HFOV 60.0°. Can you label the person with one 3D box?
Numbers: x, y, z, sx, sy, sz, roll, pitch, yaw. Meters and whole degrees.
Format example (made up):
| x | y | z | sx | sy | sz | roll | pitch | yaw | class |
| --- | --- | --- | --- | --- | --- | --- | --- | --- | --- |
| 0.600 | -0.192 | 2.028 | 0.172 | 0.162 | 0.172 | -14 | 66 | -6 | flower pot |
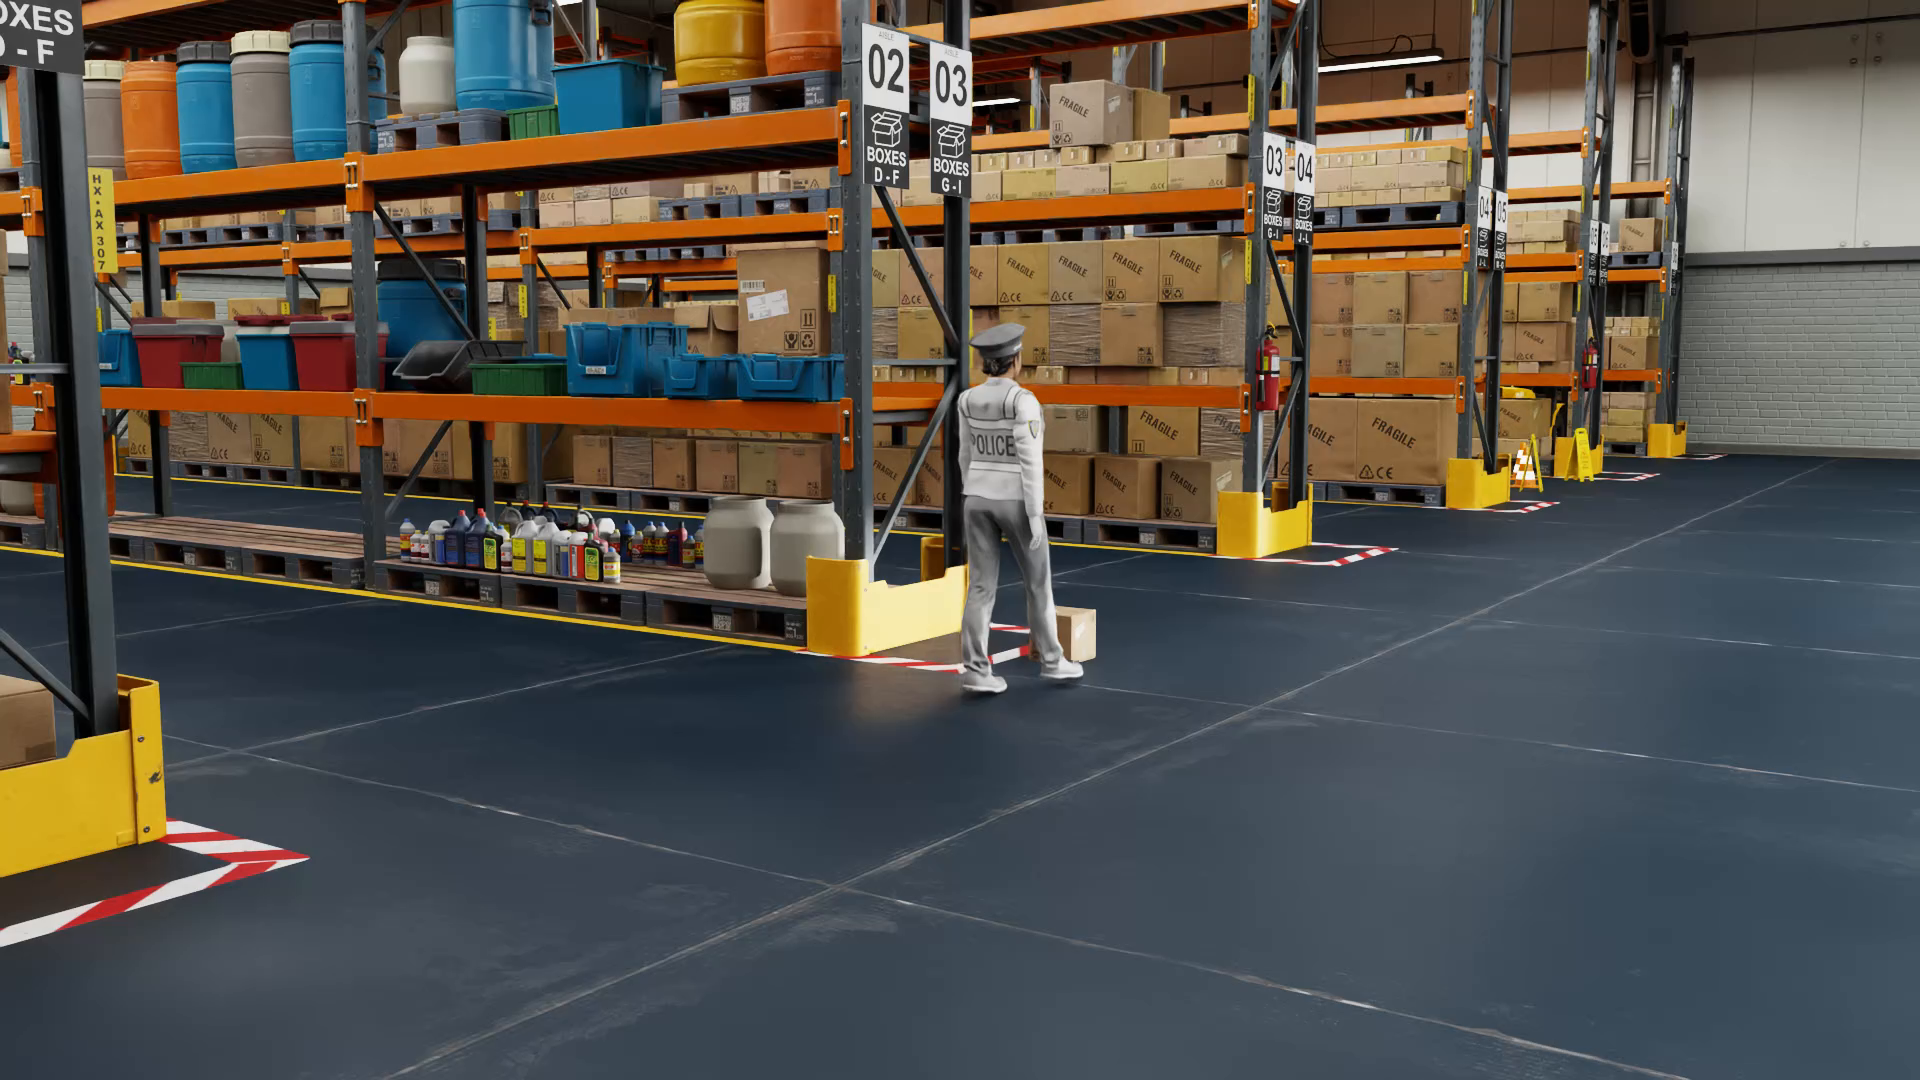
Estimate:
| x | y | z | sx | sy | sz | roll | pitch | yaw | class |
| --- | --- | --- | --- | --- | --- | --- | --- | --- | --- |
| 0.244 | -0.156 | 7.666 | 0.500 | 1.682 | 0.710 | 4 | 8 | 32 | person |
